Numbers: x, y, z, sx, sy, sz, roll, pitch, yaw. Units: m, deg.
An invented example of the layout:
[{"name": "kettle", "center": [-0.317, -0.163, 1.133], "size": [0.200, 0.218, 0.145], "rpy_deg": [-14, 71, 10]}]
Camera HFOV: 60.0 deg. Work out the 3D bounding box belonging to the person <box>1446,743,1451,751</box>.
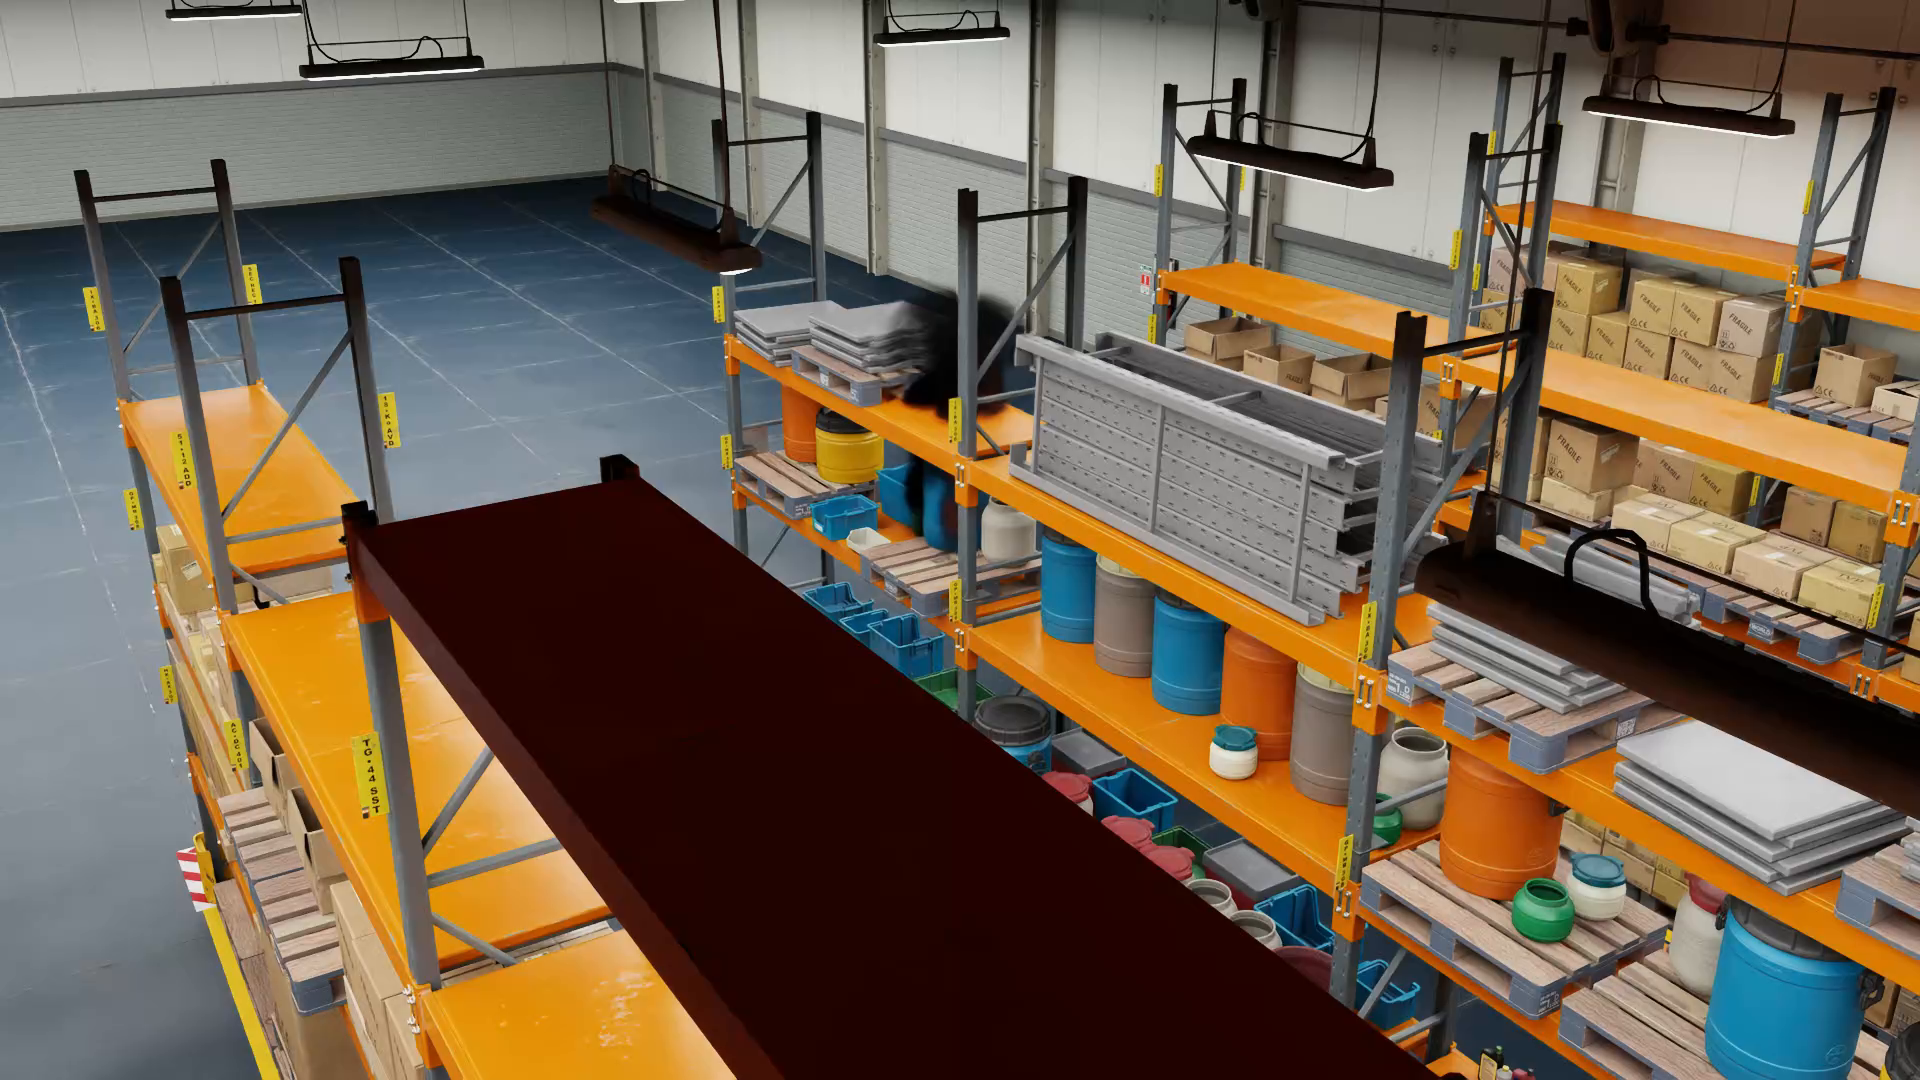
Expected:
[{"name": "person", "center": [3.892, 1.892, 13.412], "size": [0.370, 0.573, 0.524], "rpy_deg": [17, 28, 36]}]
